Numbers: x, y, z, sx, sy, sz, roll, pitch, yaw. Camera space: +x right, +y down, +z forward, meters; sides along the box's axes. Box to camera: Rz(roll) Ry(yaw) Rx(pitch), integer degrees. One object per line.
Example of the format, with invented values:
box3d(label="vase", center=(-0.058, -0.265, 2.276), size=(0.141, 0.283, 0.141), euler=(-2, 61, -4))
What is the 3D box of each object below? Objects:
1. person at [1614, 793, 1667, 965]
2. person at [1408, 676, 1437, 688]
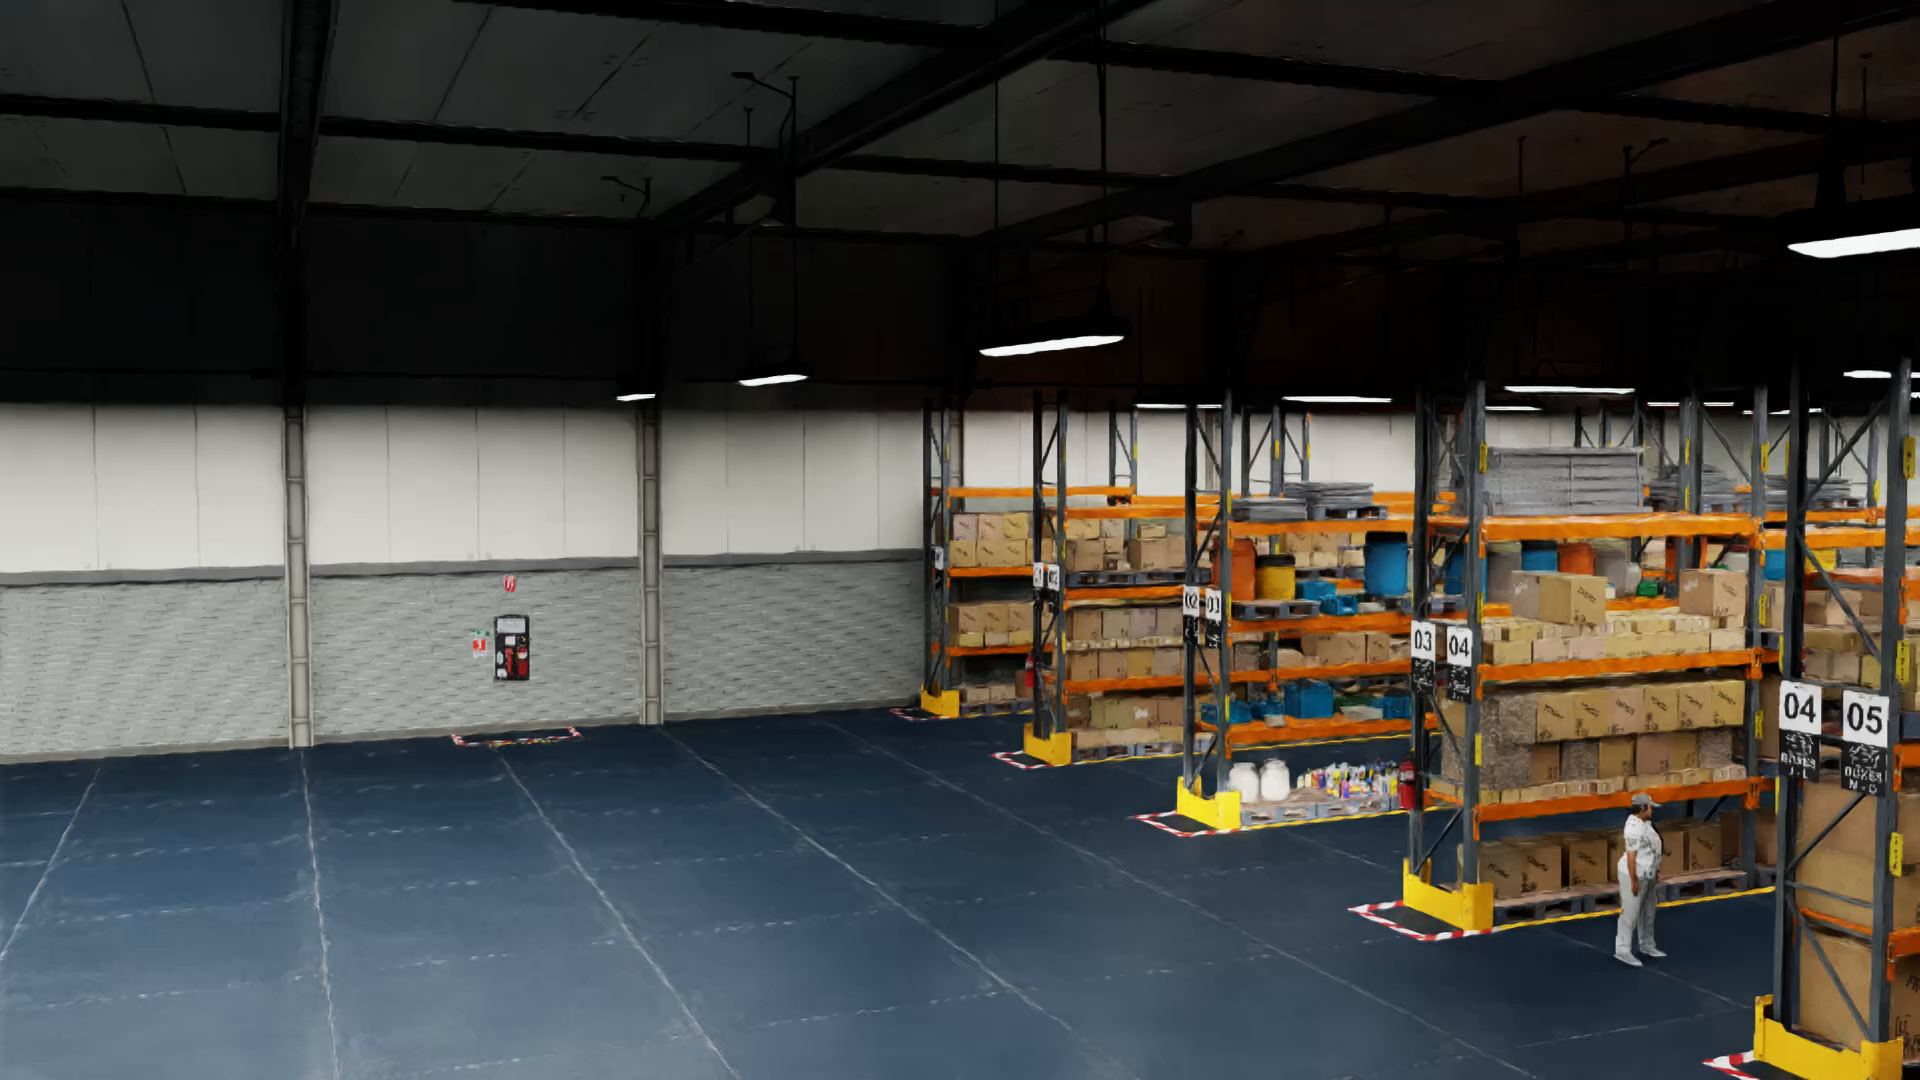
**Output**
box3d(label="person", center=(6.784, 3.348, 16.549), size=(0.450, 1.668, 0.530), euler=(3, 4, 39))
box3d(label="person", center=(8.965, 2.490, 32.269), size=(1.043, 1.514, 0.419), euler=(-1, 4, -20))
